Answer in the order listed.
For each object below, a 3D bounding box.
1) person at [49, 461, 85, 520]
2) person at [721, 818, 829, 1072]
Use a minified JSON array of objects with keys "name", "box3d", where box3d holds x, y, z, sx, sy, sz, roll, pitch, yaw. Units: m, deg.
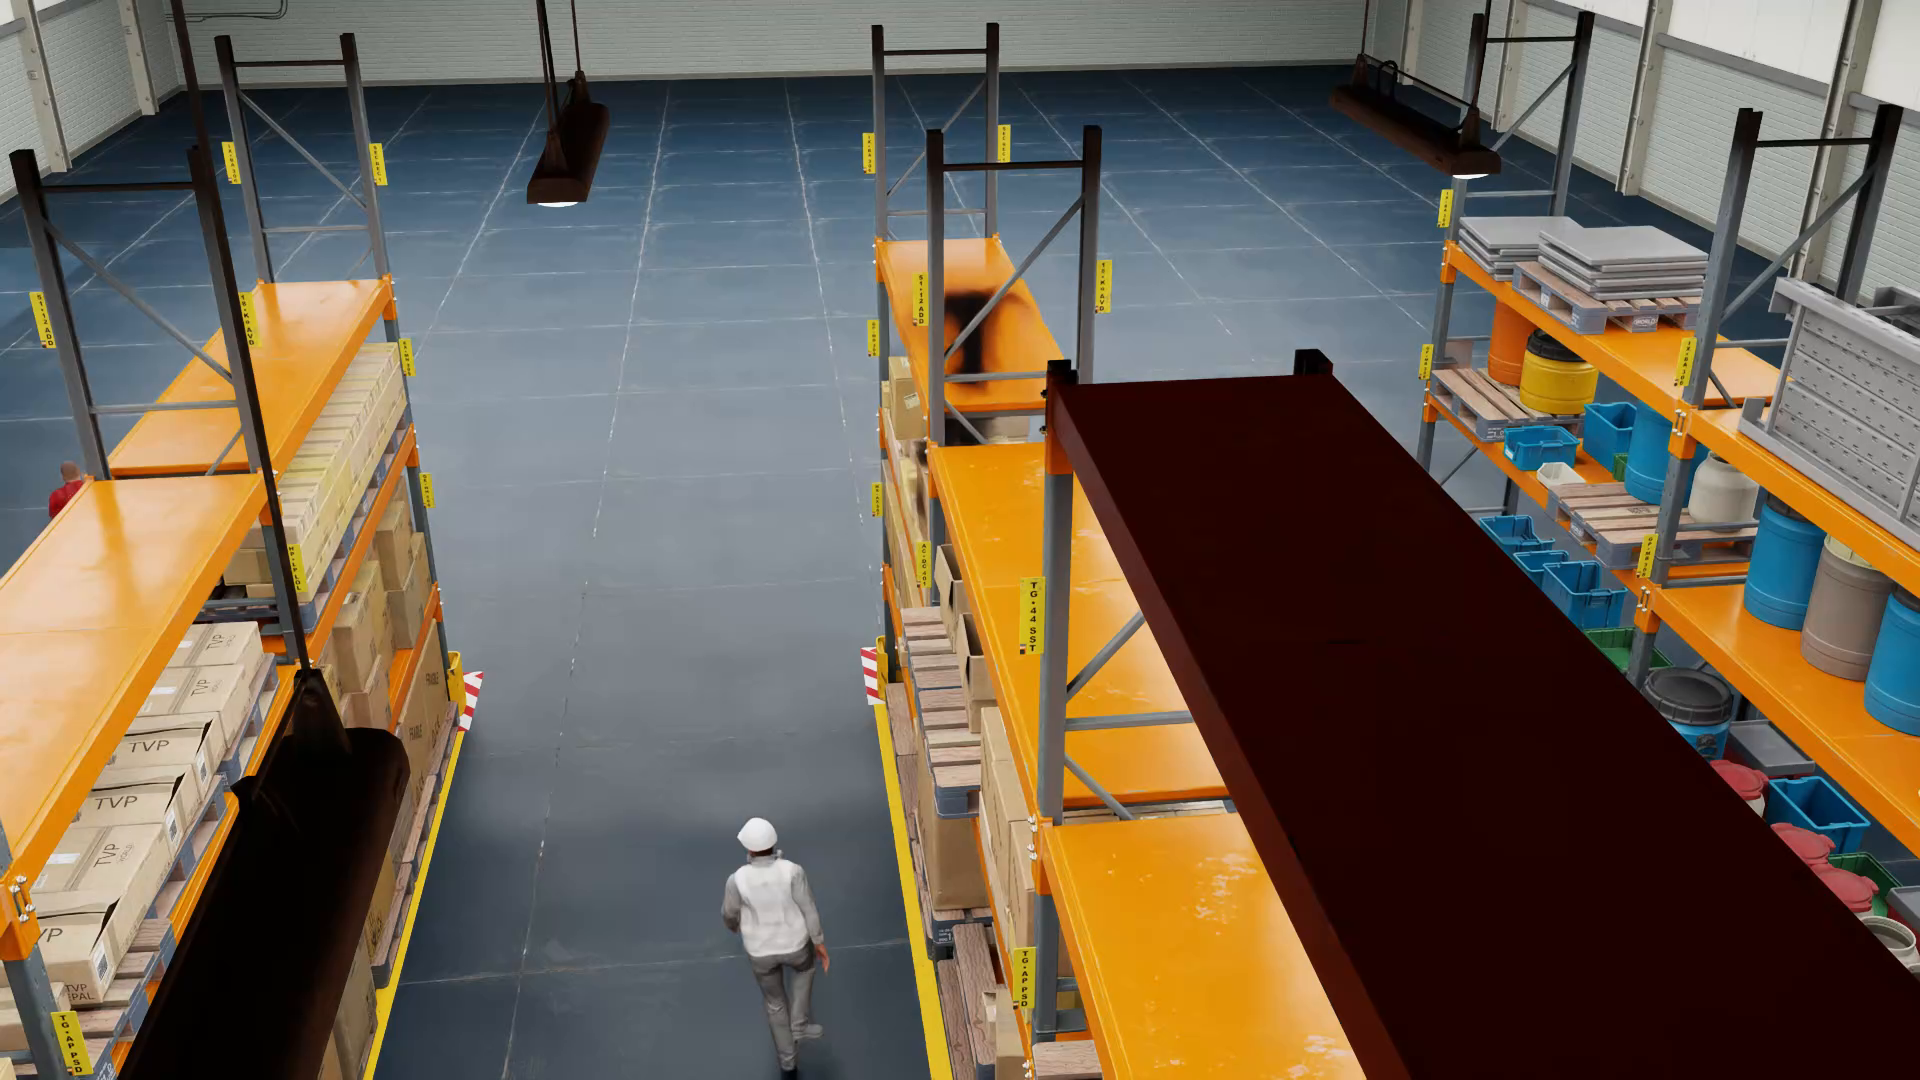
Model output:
[{"name":"person","box3d":[-8.567,0.052,16.470,0.685,1.685,0.585,-10,27,-20]},{"name":"person","box3d":[-1.221,2.642,10.961,0.675,1.722,0.654,-4,26,-8]}]
